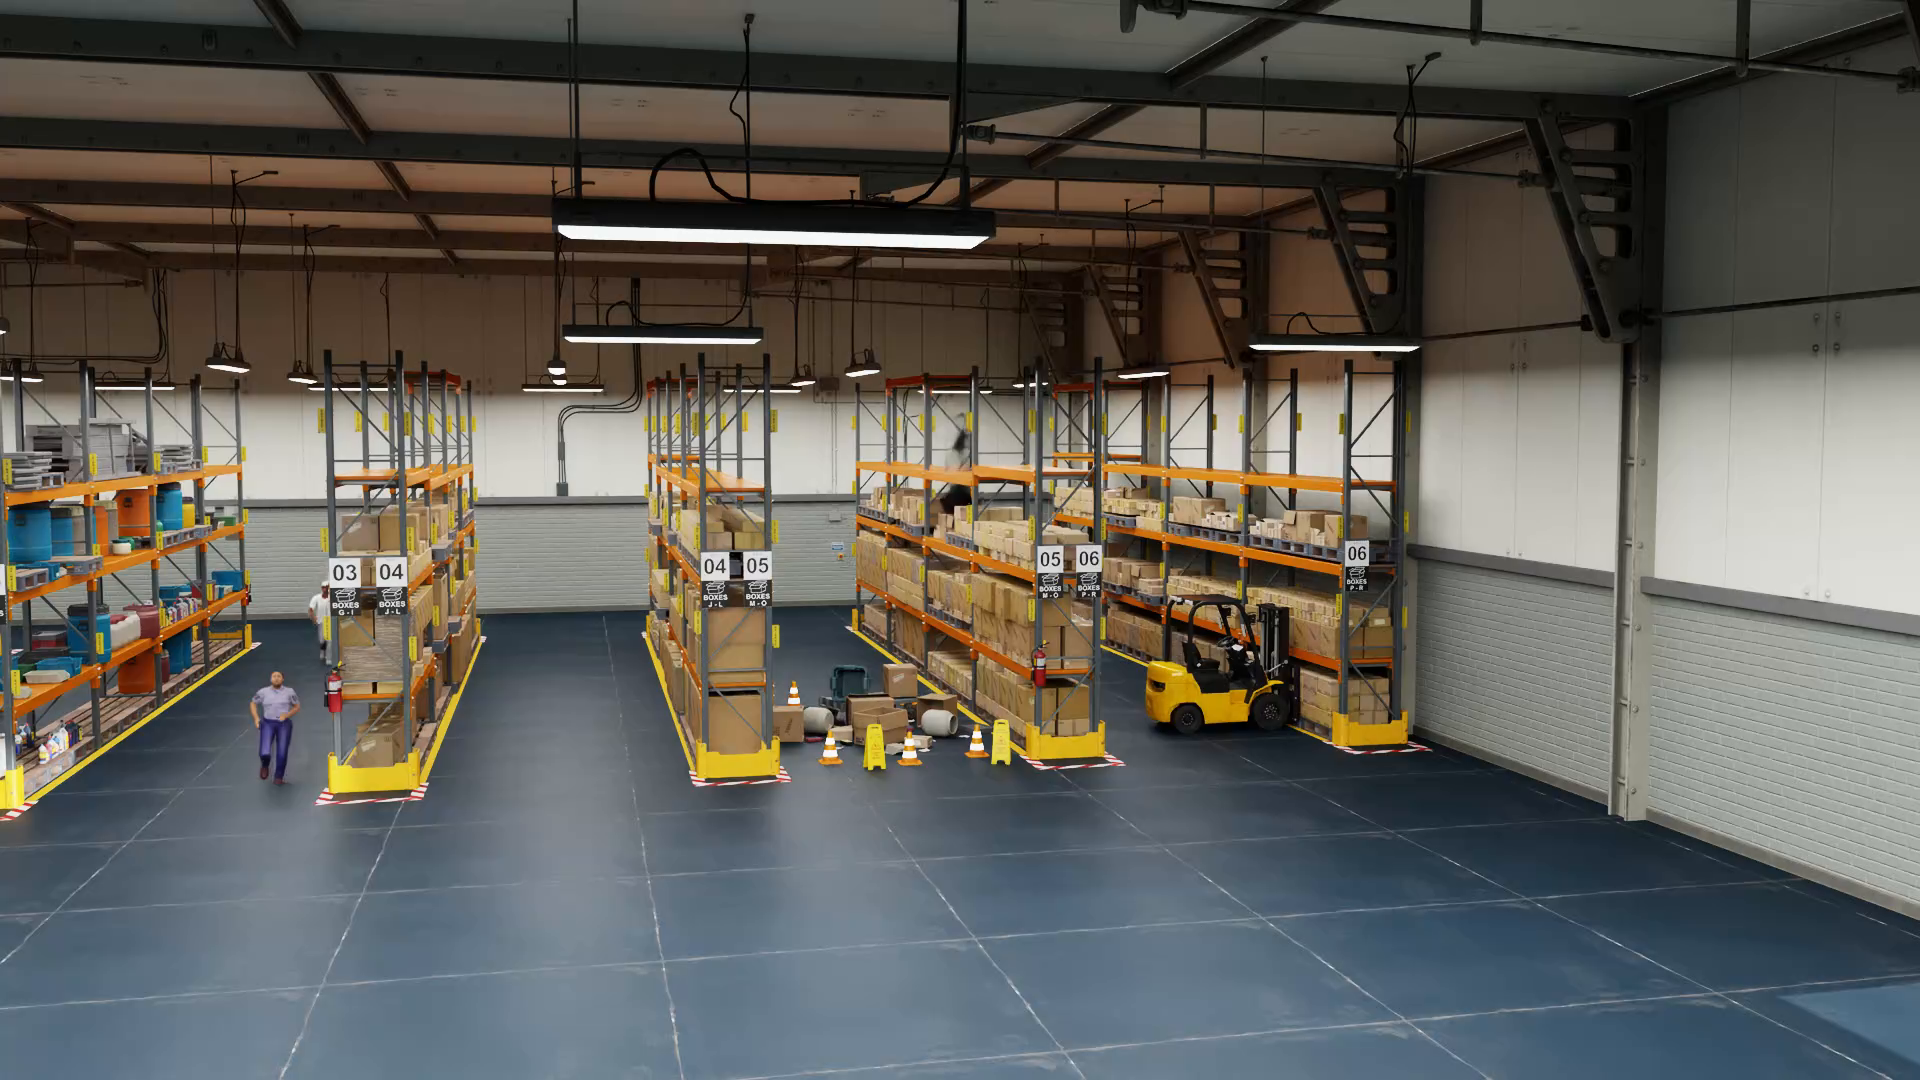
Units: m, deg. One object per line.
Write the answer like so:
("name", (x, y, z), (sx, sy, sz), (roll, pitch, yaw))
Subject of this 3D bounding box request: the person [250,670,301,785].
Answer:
("person", (-9.496, 2.605, 23.094), (0.648, 1.593, 0.496), (-2, 4, -23))

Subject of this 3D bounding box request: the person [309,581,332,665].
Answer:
("person", (-13.232, 1.721, 34.809), (0.723, 1.743, 0.644), (-1, 4, -19))
